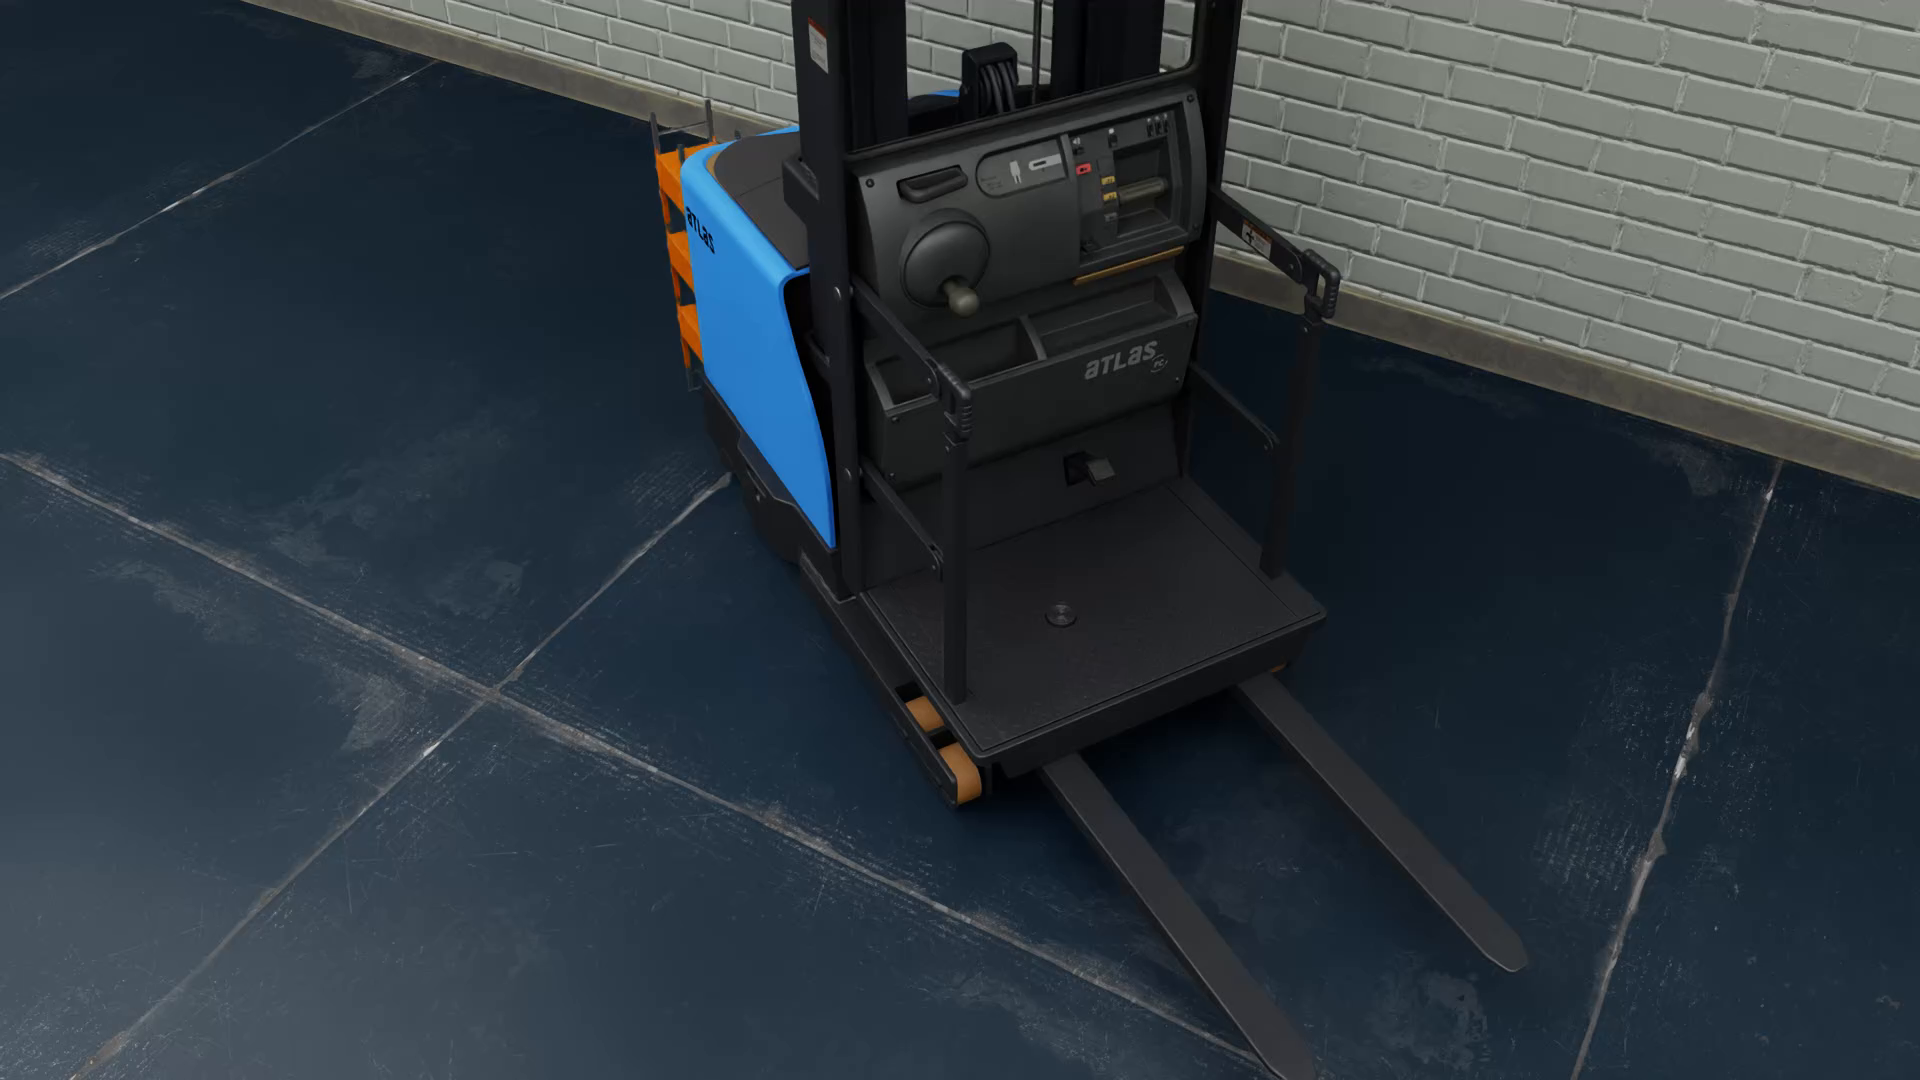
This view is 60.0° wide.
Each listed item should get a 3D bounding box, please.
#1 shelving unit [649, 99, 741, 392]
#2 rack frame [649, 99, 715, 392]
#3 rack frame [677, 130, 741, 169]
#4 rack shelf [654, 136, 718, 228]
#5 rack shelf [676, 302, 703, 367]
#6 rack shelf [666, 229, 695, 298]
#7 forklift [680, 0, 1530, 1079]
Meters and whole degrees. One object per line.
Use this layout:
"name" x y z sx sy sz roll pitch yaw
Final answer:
"shelving unit" -0.812 -0.886 5.457 0.215 1.050 0.252 -19 43 -21
"rack frame" -0.869 -0.955 5.540 0.200 1.050 0.008 -19 43 -21
"rack frame" -0.755 -0.818 5.374 0.200 1.050 0.008 -19 43 -21
"rack shelf" -0.815 -1.096 5.281 0.215 0.259 0.240 -19 43 -21
"rack shelf" -0.808 -0.665 5.642 0.215 0.259 0.240 -19 43 -21
"rack shelf" -0.812 -0.878 5.464 0.215 0.259 0.240 -19 43 -21
"forklift" 0.296 -0.738 3.870 1.130 2.935 3.031 -20 45 -21
